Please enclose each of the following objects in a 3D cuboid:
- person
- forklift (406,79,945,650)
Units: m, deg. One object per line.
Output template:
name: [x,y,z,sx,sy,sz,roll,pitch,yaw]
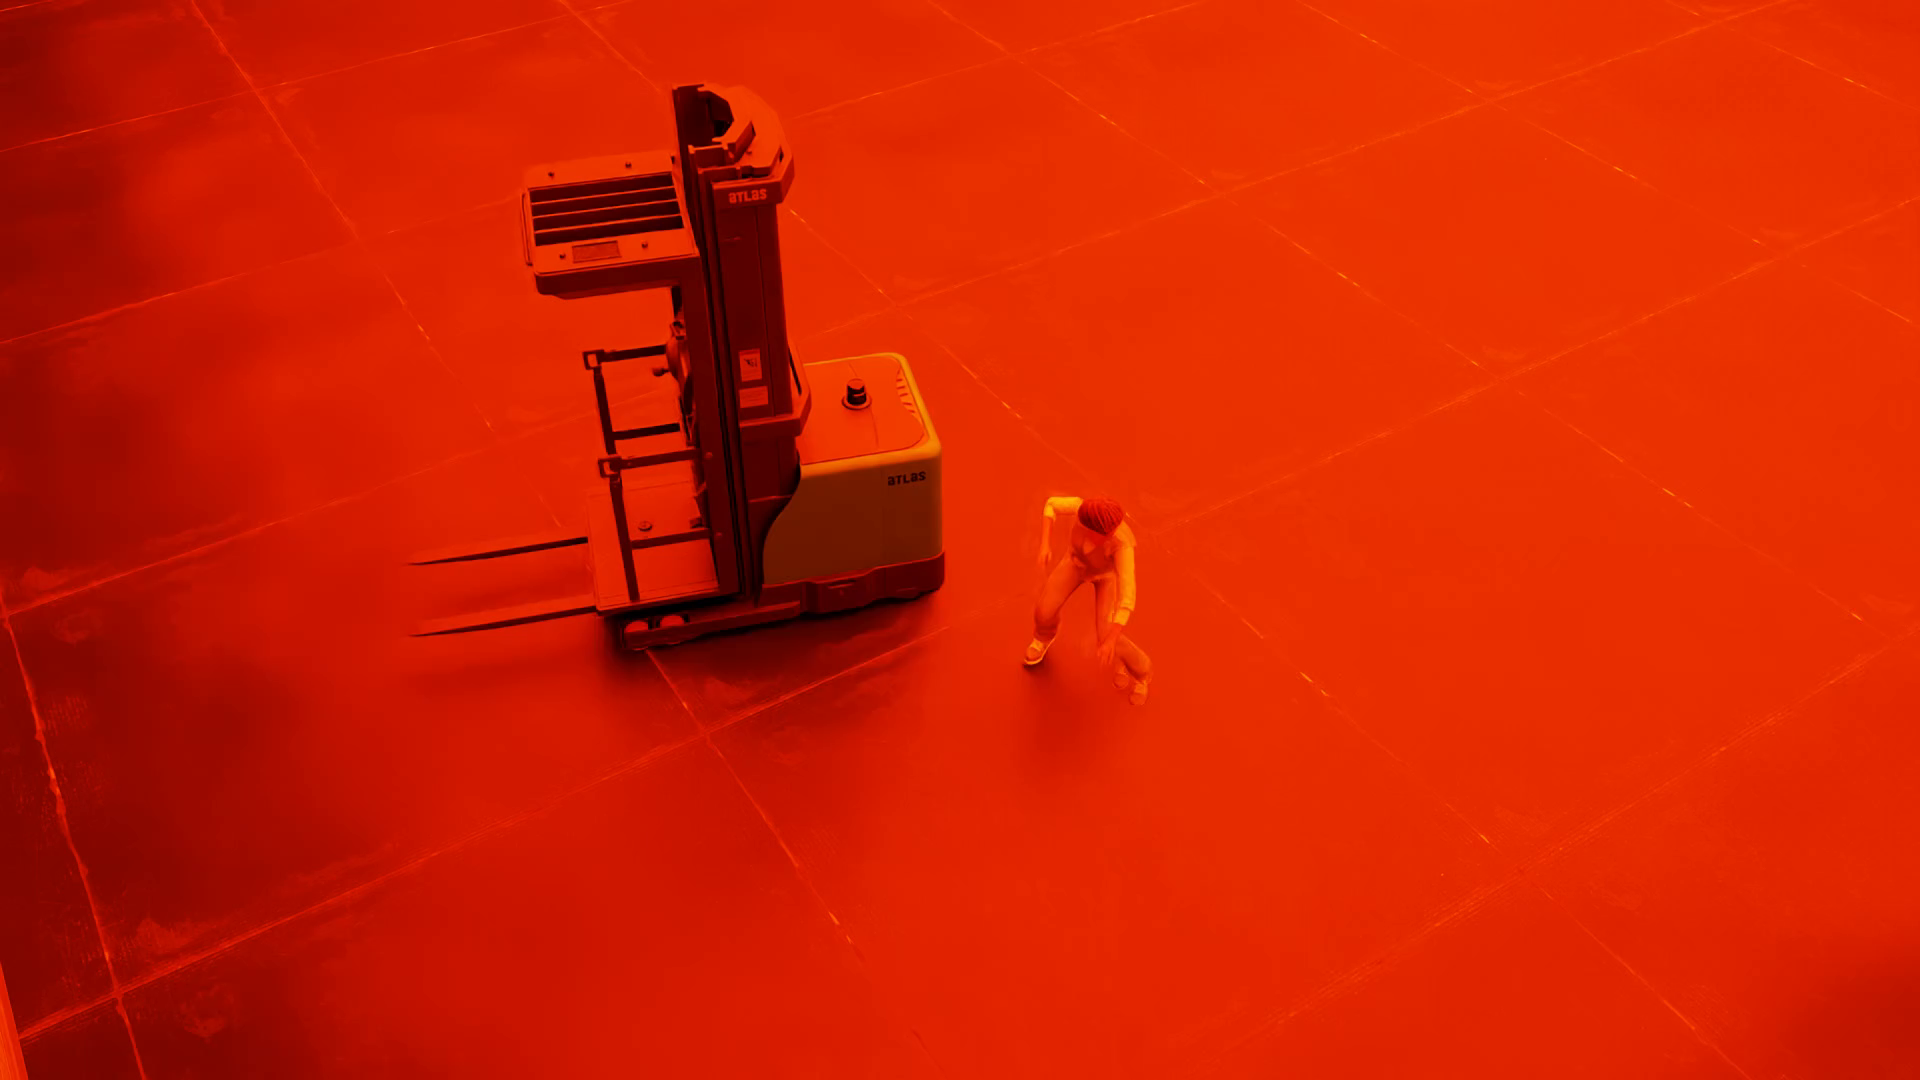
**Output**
person: [0.682,0.283,8.777,0.736,1.370,0.765,22,46,23]
forklift: [-1.660,-0.867,8.863,3.031,2.935,1.130,-9,42,-11]
